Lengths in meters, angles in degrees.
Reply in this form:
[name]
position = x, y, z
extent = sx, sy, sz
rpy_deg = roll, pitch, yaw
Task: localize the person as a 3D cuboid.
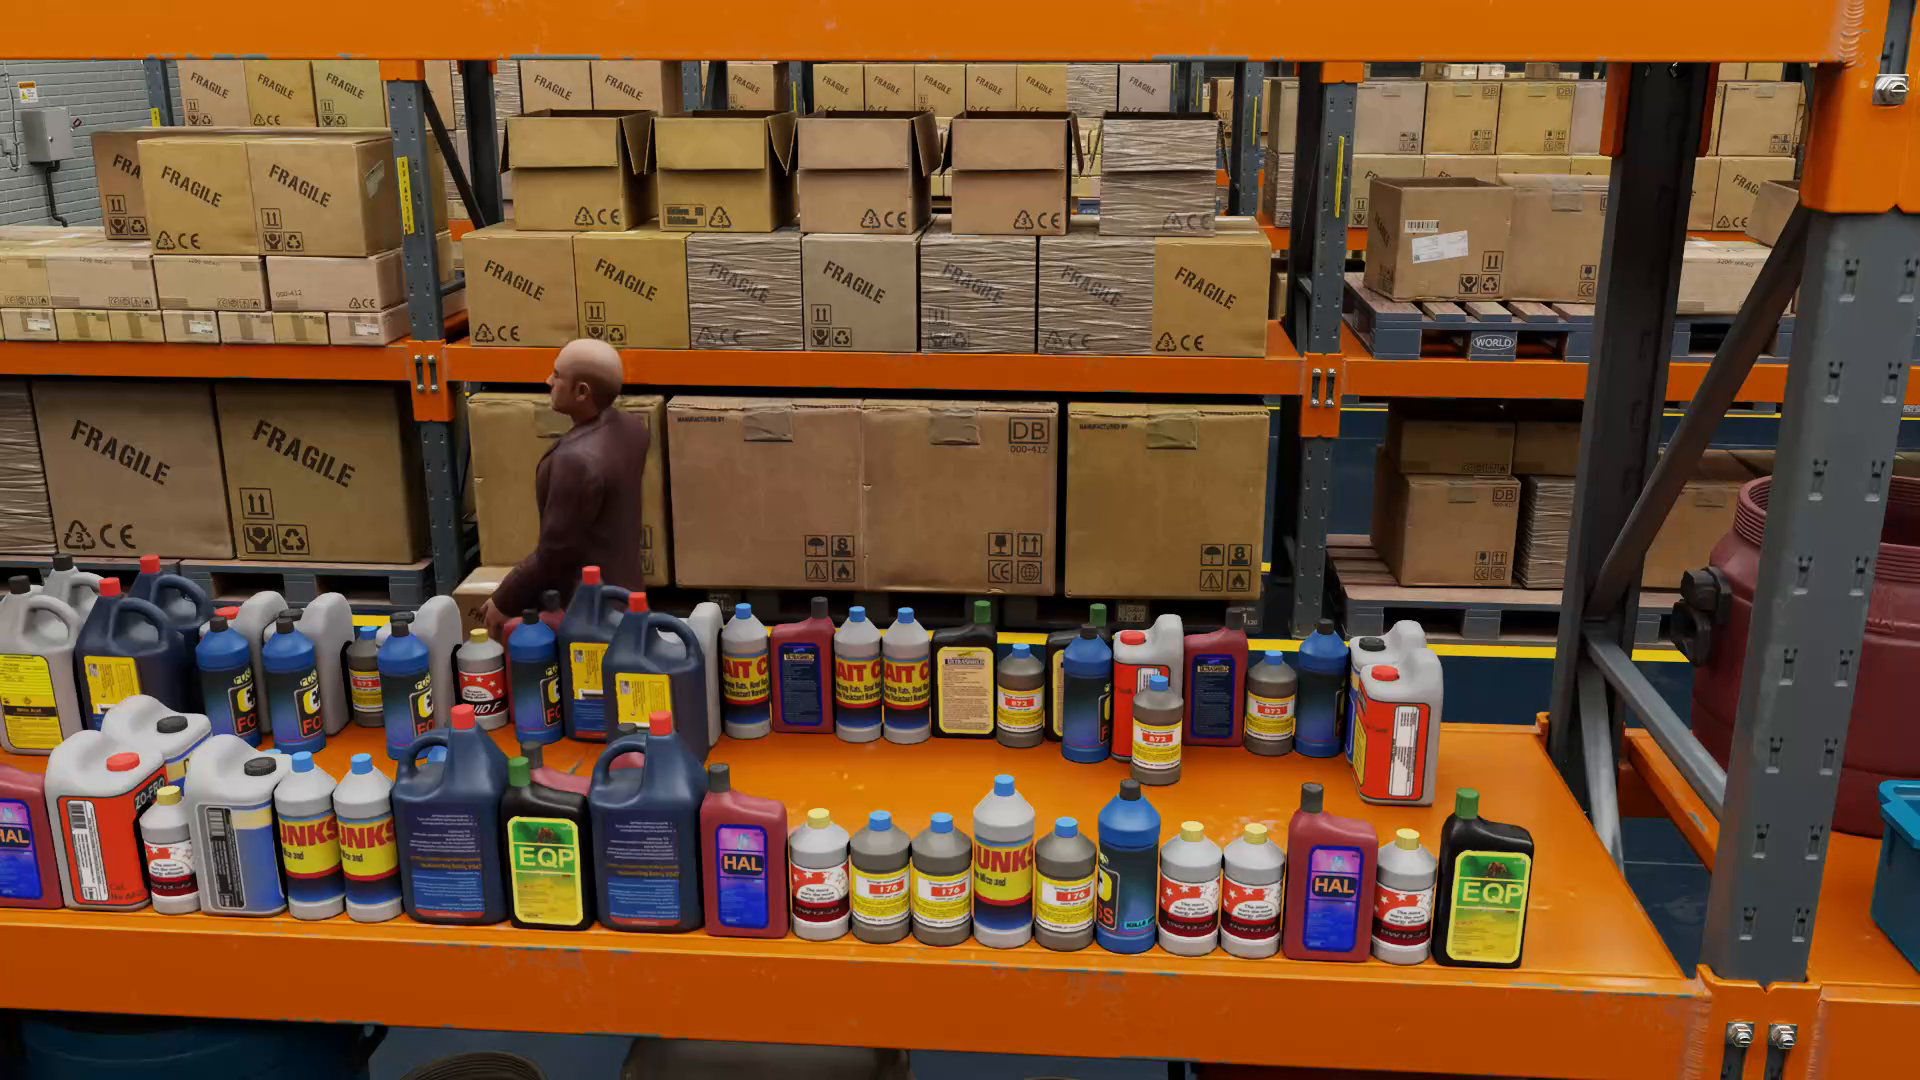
[person]
position = -1.264, 0.238, 5.279
extent = 0.547, 1.779, 0.571
rpy_deg = 2, 17, 5
